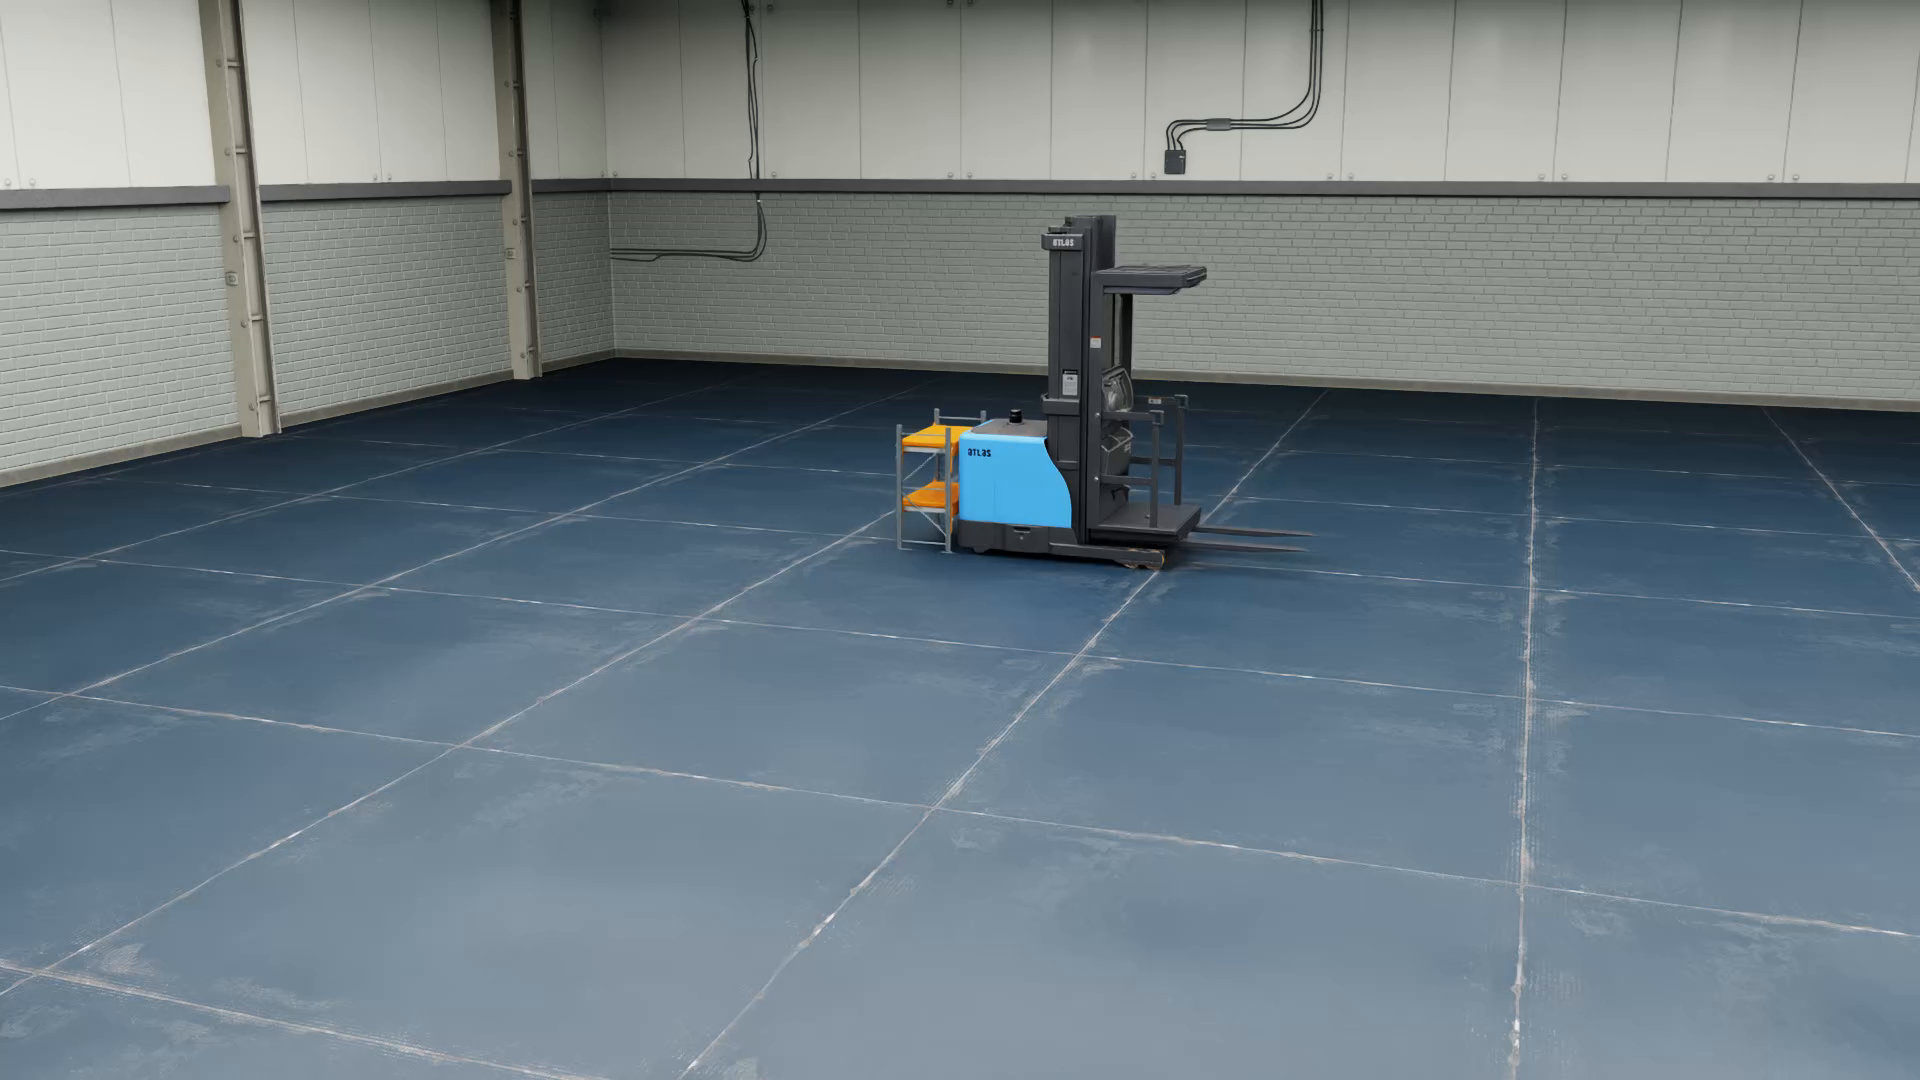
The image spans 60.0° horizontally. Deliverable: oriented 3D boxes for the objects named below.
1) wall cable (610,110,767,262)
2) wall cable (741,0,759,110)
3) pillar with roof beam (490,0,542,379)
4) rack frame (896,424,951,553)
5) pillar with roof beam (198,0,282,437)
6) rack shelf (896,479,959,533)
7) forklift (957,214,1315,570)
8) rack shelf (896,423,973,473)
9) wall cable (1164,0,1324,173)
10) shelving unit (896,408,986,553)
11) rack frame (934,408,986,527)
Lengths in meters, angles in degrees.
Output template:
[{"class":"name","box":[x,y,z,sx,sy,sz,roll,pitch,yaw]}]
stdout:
[{"class":"wall cable","box":[-4.733,-6.003,28.305,3.097,2.526,0.112,4,14,18]},{"class":"wall cable","box":[-2.174,-8.270,26.890,3.097,2.526,0.112,4,14,18]},{"class":"pillar with roof beam","box":[-2.864,-6.682,24.301,9.100,9.000,0.400,4,14,18]},{"class":"rack frame","box":[-0.319,-0.451,14.696,0.500,1.125,0.032,4,14,18]},{"class":"pillar with roof beam","box":[-4.806,-5.418,18.766,9.100,9.000,0.400,4,14,18]},{"class":"rack shelf","box":[-0.159,-0.320,15.221,0.538,0.278,1.000,4,14,18]},{"class":"forklift","box":[1.551,-1.306,14.384,3.031,2.935,1.130,4,14,19]},{"class":"rack shelf","box":[-0.159,-0.843,15.102,0.538,0.278,1.000,4,14,18]},{"class":"wall cable","box":[4.244,-8.488,24.572,2.305,6.003,0.169,4,14,18]},{"class":"shelving unit","box":[-0.159,-0.558,15.167,0.538,1.125,1.048,4,14,18]},{"class":"rack frame","box":[0.001,-0.665,15.637,0.500,1.125,0.032,4,14,18]}]
